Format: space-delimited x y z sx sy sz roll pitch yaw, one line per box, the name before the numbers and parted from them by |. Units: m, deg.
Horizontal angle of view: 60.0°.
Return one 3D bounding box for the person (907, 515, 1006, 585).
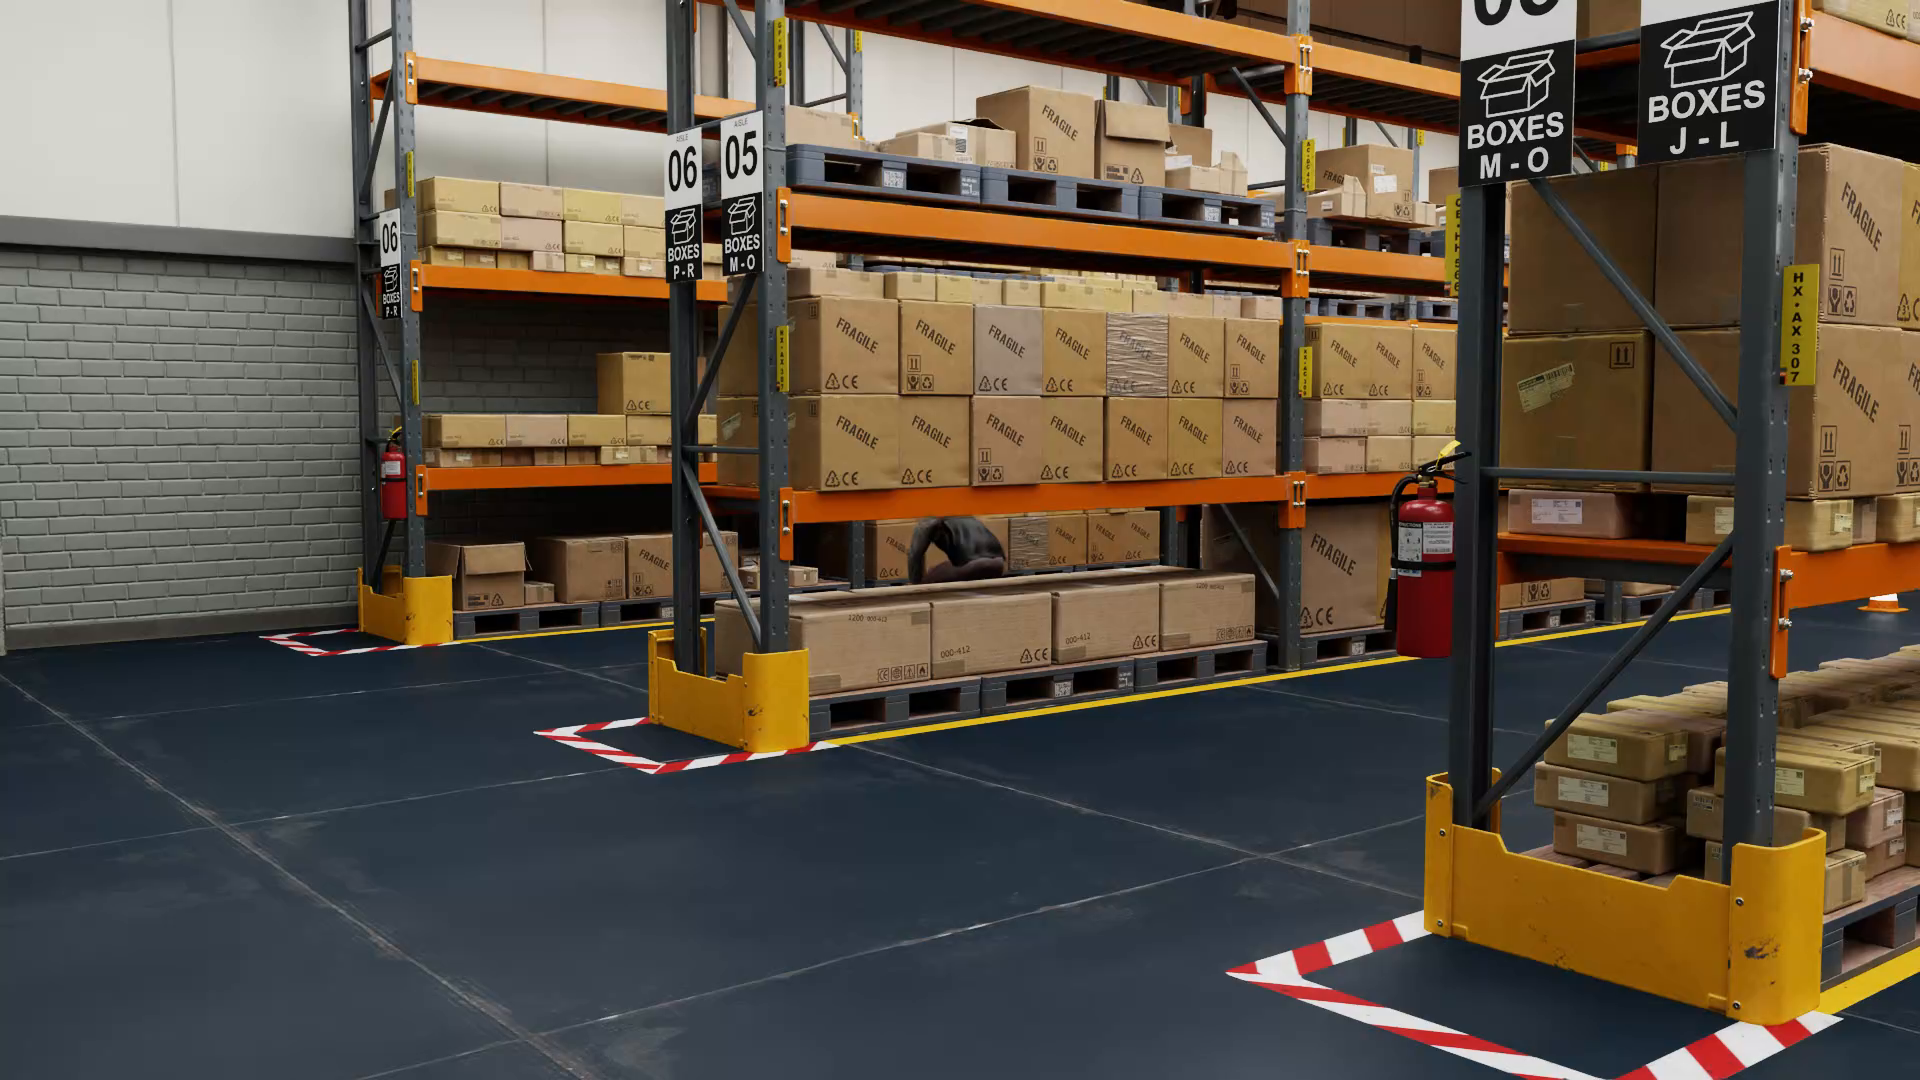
person | -0.061 0.212 12.698 0.559 1.073 0.837 -3 5 -39
